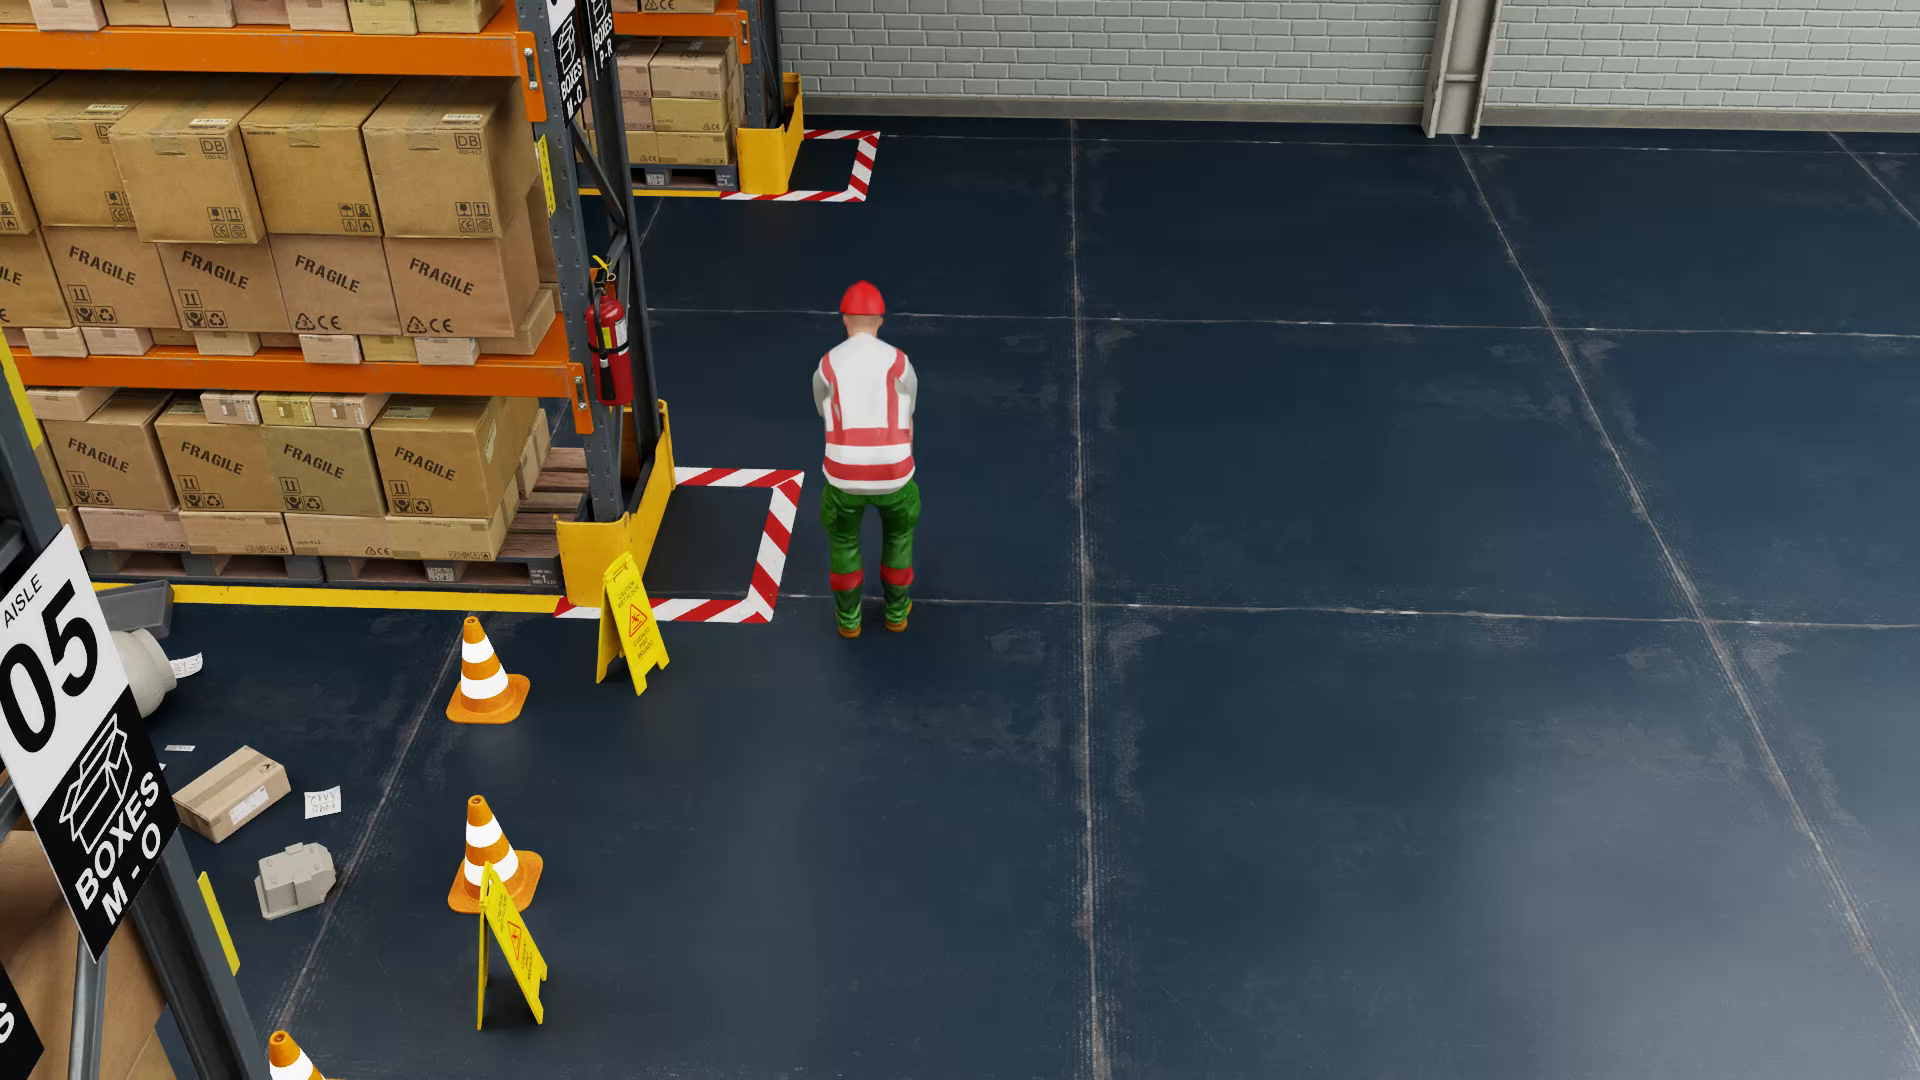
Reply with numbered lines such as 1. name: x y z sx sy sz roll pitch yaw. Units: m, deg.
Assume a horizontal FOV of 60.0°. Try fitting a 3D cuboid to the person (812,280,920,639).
1. person: -0.425 -0.353 7.708 0.478 1.655 0.714 -1 35 -1
